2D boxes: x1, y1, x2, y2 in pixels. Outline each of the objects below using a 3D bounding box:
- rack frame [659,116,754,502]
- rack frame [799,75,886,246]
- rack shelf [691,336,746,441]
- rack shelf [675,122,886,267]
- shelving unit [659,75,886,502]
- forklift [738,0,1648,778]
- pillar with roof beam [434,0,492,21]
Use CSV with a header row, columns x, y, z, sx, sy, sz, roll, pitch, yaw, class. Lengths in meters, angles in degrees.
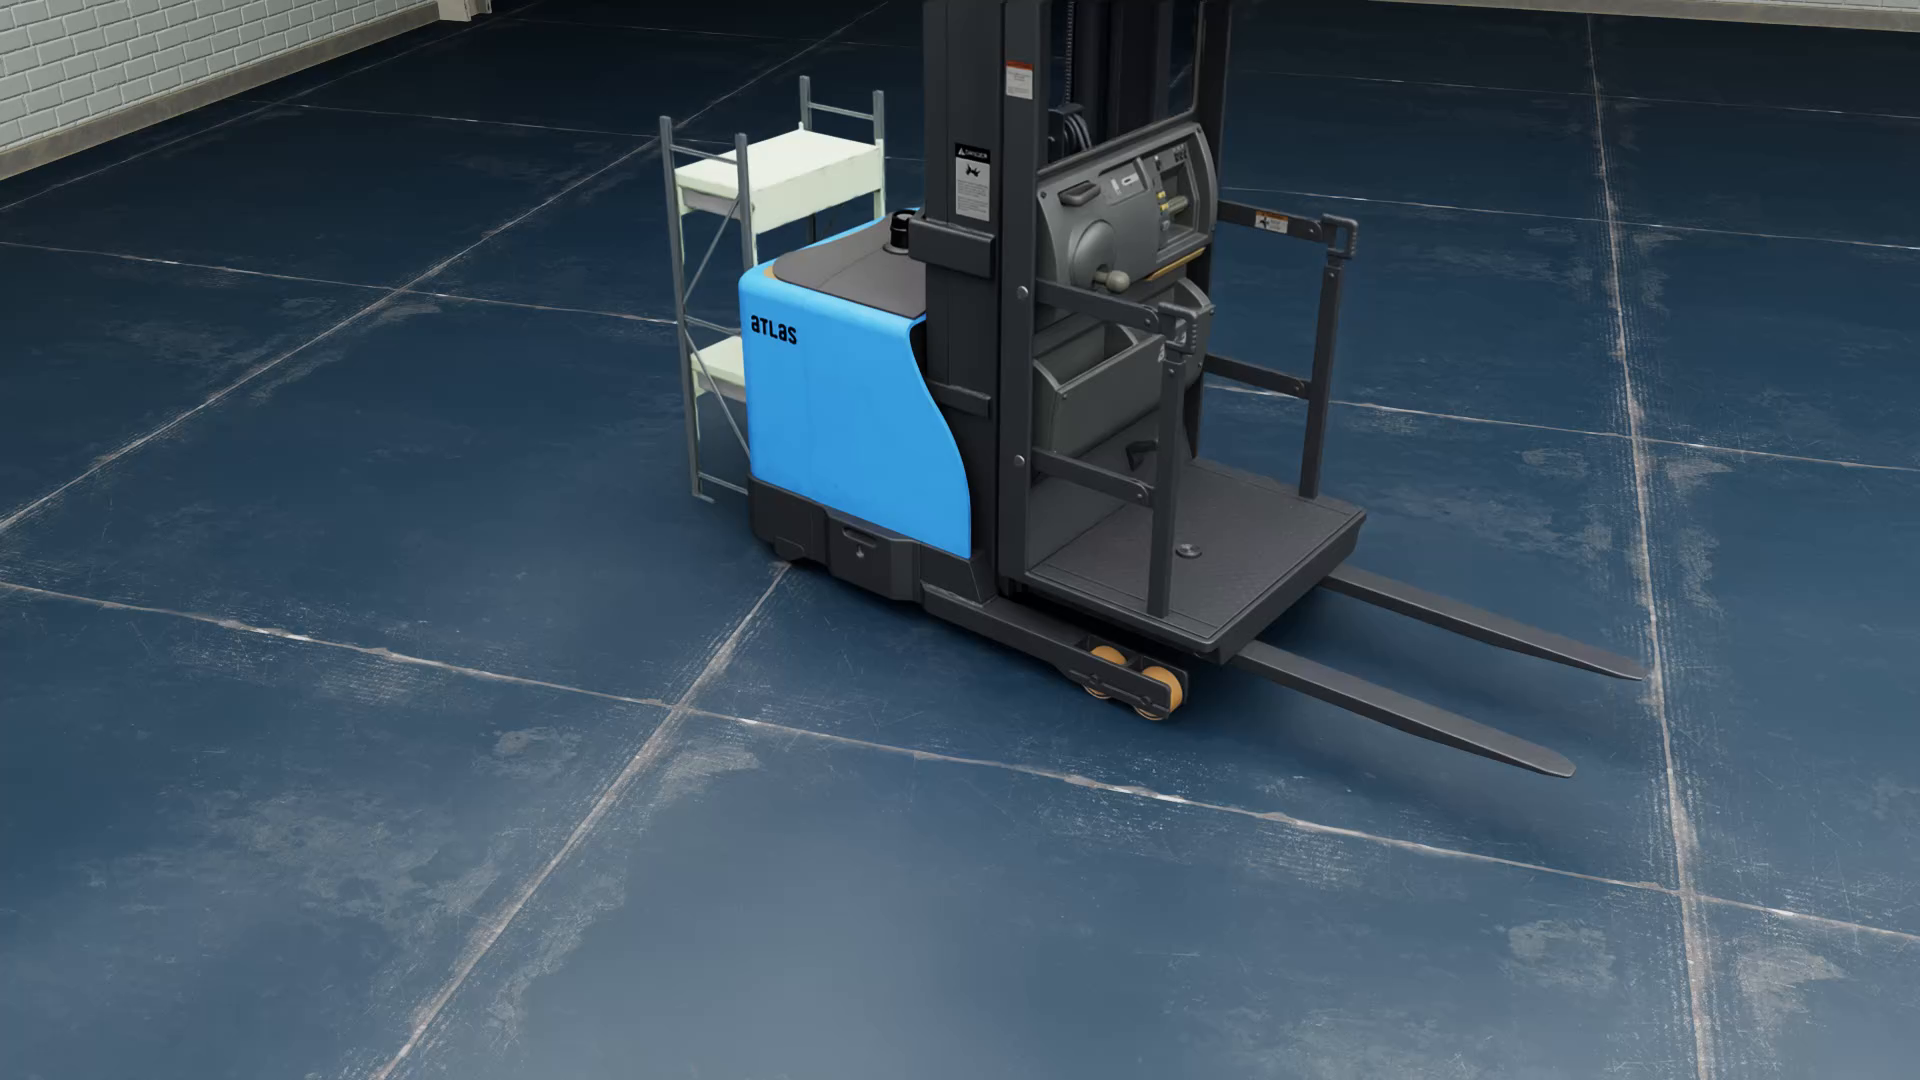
x,y,z,sx,sy,sz,roll,pitch,yaw,class
-0.889,-0.774,6.099,0.400,1.500,0.023,20,35,32,rack frame
-0.448,-1.058,6.610,0.400,1.500,0.023,20,35,32,rack frame
-0.669,-0.631,6.513,0.431,0.370,0.720,20,35,32,rack shelf
-0.669,-1.257,6.165,0.431,0.370,0.720,20,35,32,rack shelf
-0.669,-0.916,6.354,0.431,1.500,0.755,20,35,32,shelving unit
0.698,-1.006,5.044,3.031,2.935,1.130,21,35,32,forklift
-0.182,-7.867,11.136,9.100,9.000,0.400,8,30,15,pillar with roof beam
